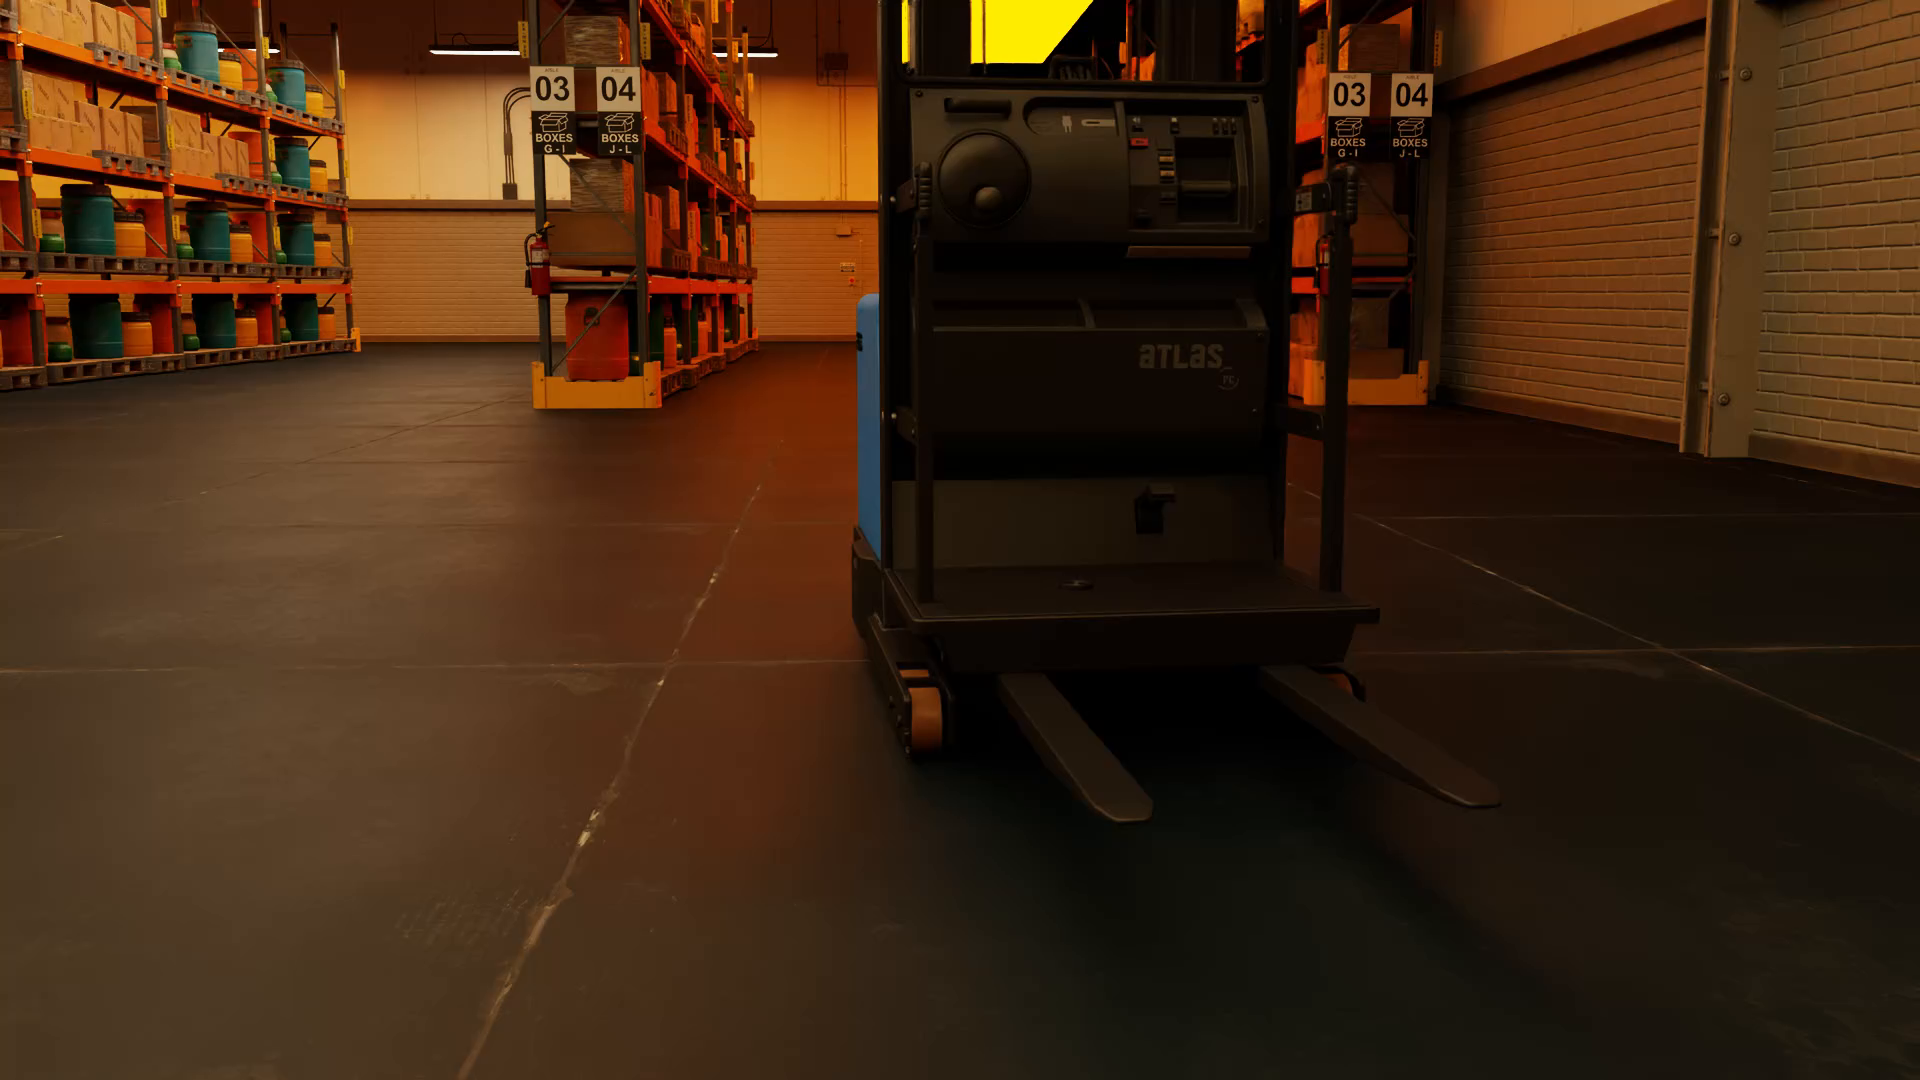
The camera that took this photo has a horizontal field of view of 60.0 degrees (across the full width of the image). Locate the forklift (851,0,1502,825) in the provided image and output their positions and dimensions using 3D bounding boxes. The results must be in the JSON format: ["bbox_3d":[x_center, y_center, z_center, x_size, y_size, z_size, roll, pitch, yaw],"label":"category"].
[{"bbox_3d":[0.368,-0.998,4.052,1.130,2.935,3.031,-1,9,-8],"label":"forklift"}]
